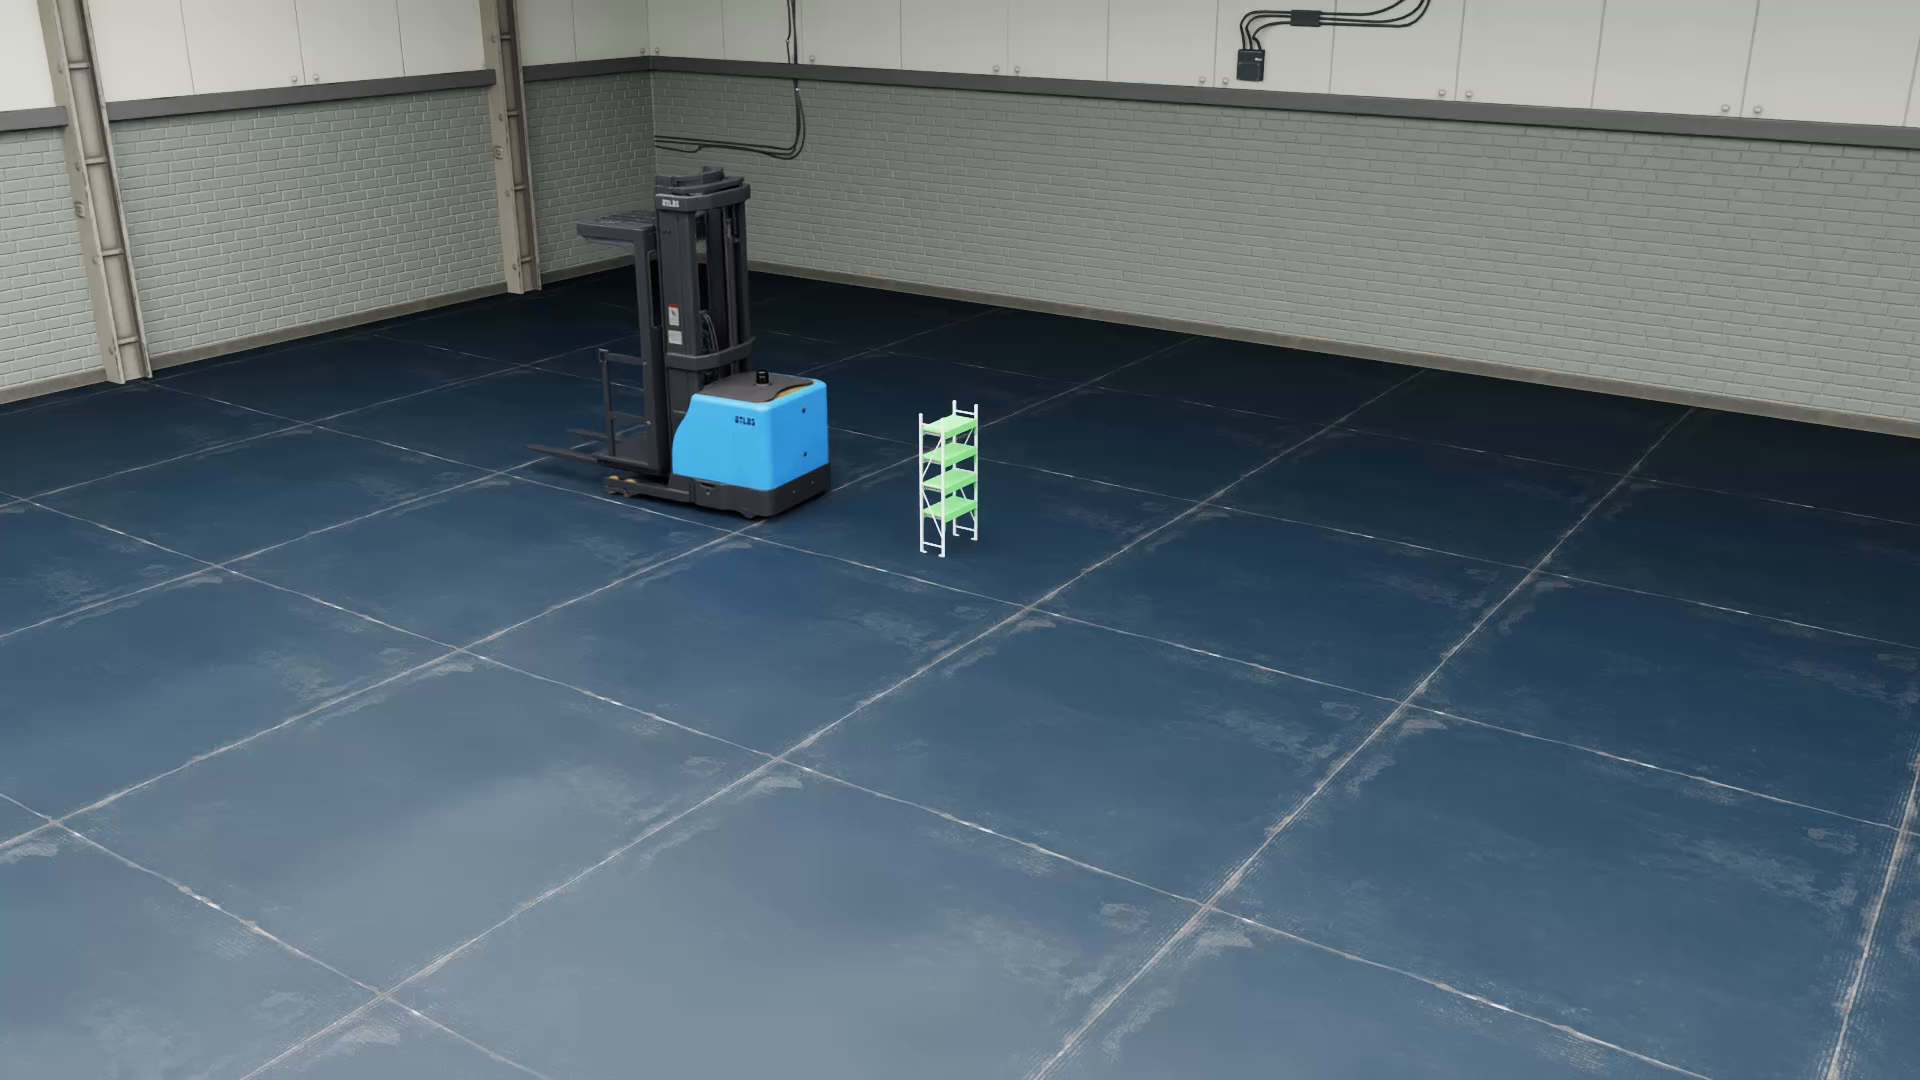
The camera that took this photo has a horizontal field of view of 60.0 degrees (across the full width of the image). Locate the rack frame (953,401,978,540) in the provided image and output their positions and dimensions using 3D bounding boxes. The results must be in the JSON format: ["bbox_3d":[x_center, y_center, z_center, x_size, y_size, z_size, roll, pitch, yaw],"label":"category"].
[{"bbox_3d":[0.044,-0.585,14.118,0.240,1.200,0.015,13,24,32],"label":"rack frame"}]

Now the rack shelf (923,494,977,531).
[{"bbox_3d":[-0.093,-0.230,14.034,0.258,0.148,0.480,13,24,32],"label":"rack shelf"}]

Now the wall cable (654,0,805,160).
[{"bbox_3d":[-3.539,-6.953,24.566,3.097,2.526,0.112,13,24,32],"label":"wall cable"}]

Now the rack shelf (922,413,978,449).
[{"bbox_3d":[-0.093,-0.906,13.784,0.258,0.148,0.480,13,24,32],"label":"rack shelf"}]

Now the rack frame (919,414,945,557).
[{"bbox_3d":[-0.230,-0.445,13.739,0.240,1.200,0.015,13,24,32],"label":"rack frame"}]

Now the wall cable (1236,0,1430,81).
[{"bbox_3d":[4.304,-8.148,18.419,2.305,6.003,0.169,13,24,32],"label":"wall cable"}]

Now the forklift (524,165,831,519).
[{"bbox_3d":[-2.733,-1.916,15.221,3.031,2.935,1.130,11,23,27],"label":"forklift"}]

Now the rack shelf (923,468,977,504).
[{"bbox_3d":[-0.093,-0.455,13.951,0.258,0.148,0.480,13,24,32],"label":"rack shelf"}]

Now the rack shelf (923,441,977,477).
[{"bbox_3d":[-0.093,-0.680,13.867,0.258,0.148,0.480,13,24,32],"label":"rack shelf"}]

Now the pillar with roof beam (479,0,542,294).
[{"bbox_3d":[-2.728,-6.982,20.169,9.100,9.000,0.400,13,24,32],"label":"pillar with roof beam"}]

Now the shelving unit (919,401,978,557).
[{"bbox_3d":[-0.093,-0.515,13.928,0.258,1.200,0.503,13,24,32],"label":"shelving unit"}]

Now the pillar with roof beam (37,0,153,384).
[{"bbox_3d":[-6.101,-5.260,15.515,9.100,9.000,0.400,13,24,32],"label":"pillar with roof beam"}]
